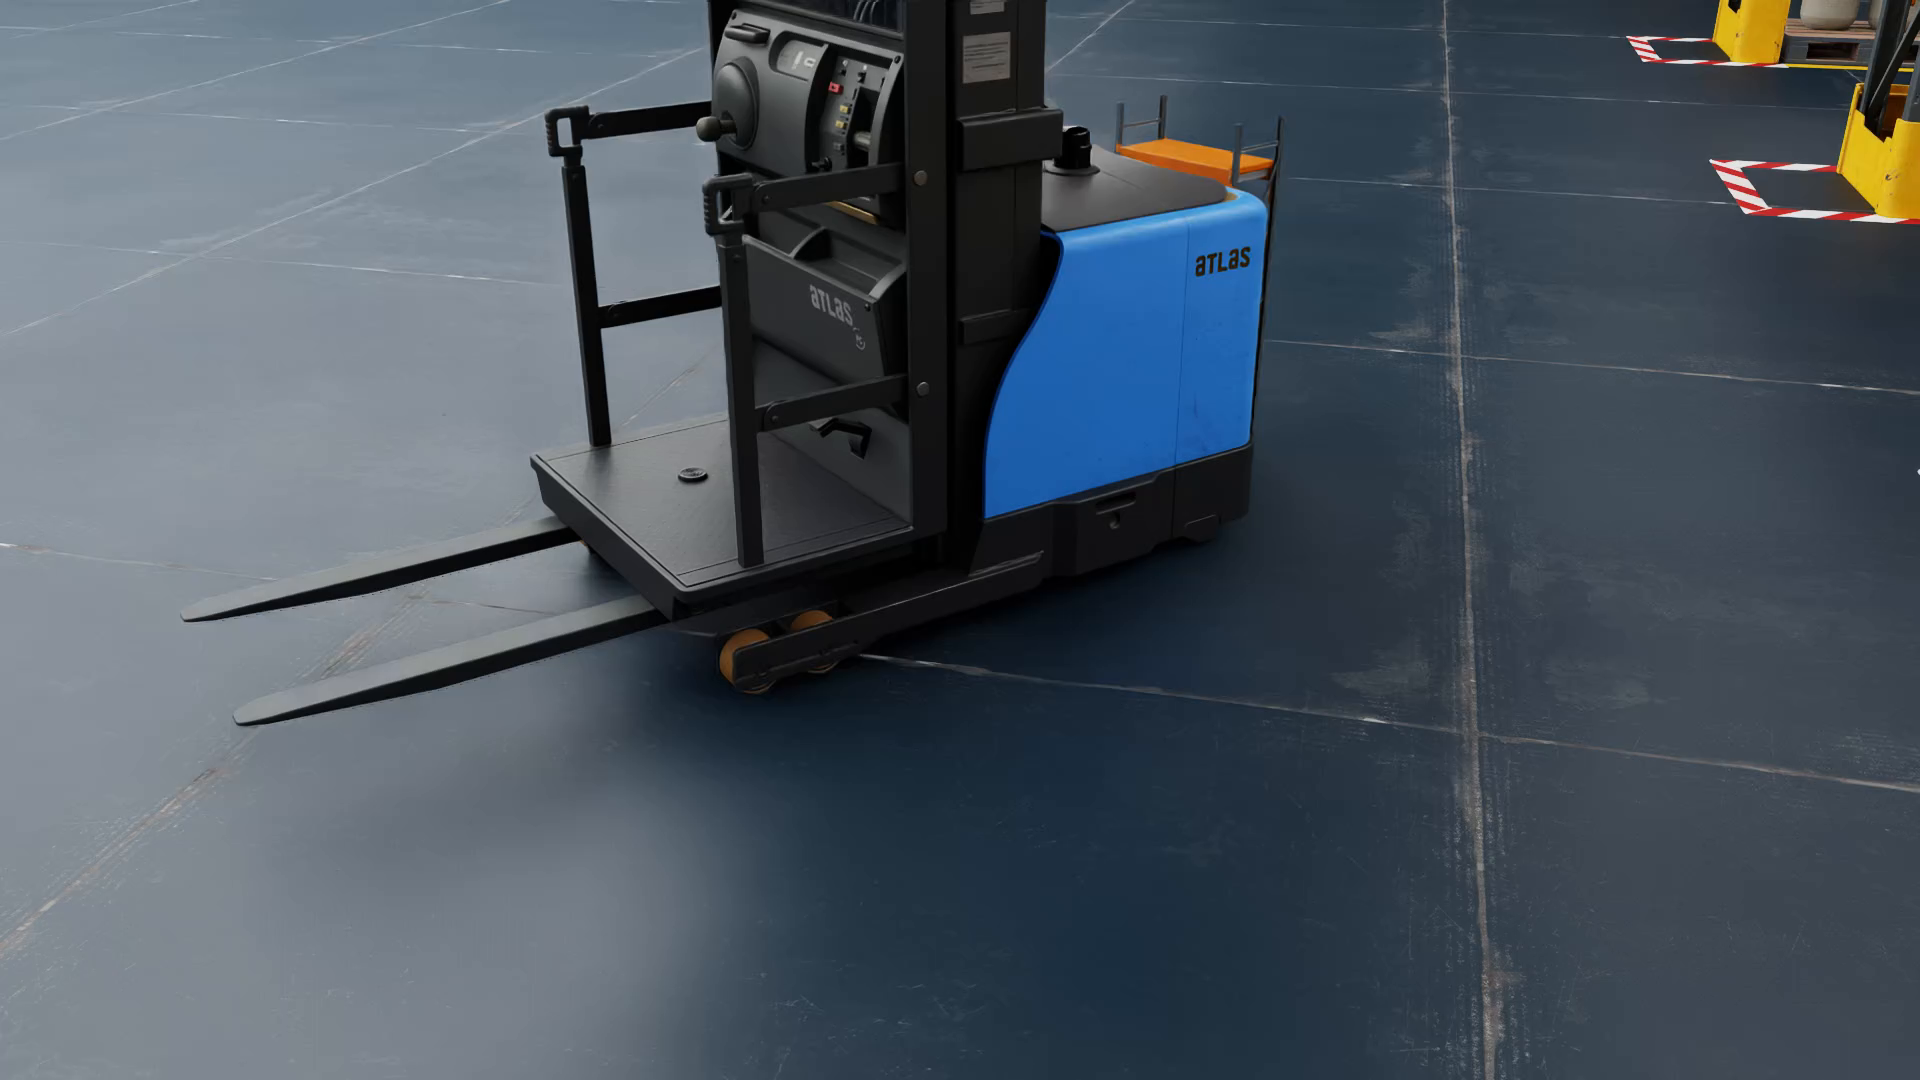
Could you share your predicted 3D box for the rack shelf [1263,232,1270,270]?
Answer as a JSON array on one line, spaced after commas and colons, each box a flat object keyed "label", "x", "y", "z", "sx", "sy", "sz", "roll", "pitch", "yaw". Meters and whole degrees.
[{"label": "rack shelf", "x": 0.769, "y": -0.990, "z": 5.563, "sx": 0.258, "sy": 0.148, "sz": 0.480, "roll": -21, "pitch": 32, "yaw": -39}]

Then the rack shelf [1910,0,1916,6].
[{"label": "rack shelf", "x": 7.081, "y": -2.768, "z": 8.411, "sx": 4.000, "sy": 0.370, "sz": 1.077, "roll": 6, "pitch": 26, "yaw": 13}]

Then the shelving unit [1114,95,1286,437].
[{"label": "shelving unit", "x": 0.766, "y": -0.848, "z": 5.628, "sx": 0.258, "sy": 1.200, "sz": 0.503, "roll": -21, "pitch": 32, "yaw": -39}]

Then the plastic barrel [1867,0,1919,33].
[{"label": "plastic barrel", "x": 7.519, "y": -4.343, "z": 13.288, "sx": 0.421, "sy": 0.512, "sz": 0.421, "roll": 0, "pitch": 25, "yaw": 0}]

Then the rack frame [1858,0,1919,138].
[{"label": "rack frame", "x": 5.144, "y": -3.307, "z": 8.706, "sx": 0.127, "sy": 3.000, "sz": 1.000, "roll": 6, "pitch": 26, "yaw": 13}]

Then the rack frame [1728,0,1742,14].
[{"label": "rack frame", "x": 6.377, "y": -5.369, "z": 13.037, "sx": 0.127, "sy": 3.000, "sz": 1.000, "roll": 6, "pitch": 26, "yaw": 13}]

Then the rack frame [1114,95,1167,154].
[{"label": "rack frame", "x": 0.598, "y": -0.924, "z": 5.787, "sx": 0.240, "sy": 1.200, "sz": 0.015, "roll": -21, "pitch": 32, "yaw": -39}]

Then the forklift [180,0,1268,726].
[{"label": "forklift", "x": -0.591, "y": -1.176, "z": 4.310, "sx": 3.031, "sy": 2.935, "sz": 1.130, "roll": -16, "pitch": 30, "yaw": -30}]

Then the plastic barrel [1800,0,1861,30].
[{"label": "plastic barrel", "x": 7.034, "y": -4.396, "z": 13.400, "sx": 0.421, "sy": 0.512, "sz": 0.421, "roll": 0, "pitch": 25, "yaw": 0}]

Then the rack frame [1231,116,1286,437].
[{"label": "rack frame", "x": 0.934, "y": -0.772, "z": 5.468, "sx": 0.240, "sy": 1.200, "sz": 0.015, "roll": -21, "pitch": 32, "yaw": -39}]

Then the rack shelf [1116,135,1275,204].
[{"label": "rack shelf", "x": 0.773, "y": -1.206, "z": 5.465, "sx": 0.258, "sy": 0.148, "sz": 0.480, "roll": -21, "pitch": 32, "yaw": -39}]

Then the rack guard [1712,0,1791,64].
[{"label": "rack guard", "x": 6.463, "y": -4.252, "z": 13.598, "sx": 0.348, "sy": 0.500, "sz": 1.175, "roll": 6, "pitch": 26, "yaw": 13}]

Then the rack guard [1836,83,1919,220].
[{"label": "rack guard", "x": 5.217, "y": -2.170, "z": 9.226, "sx": 0.348, "sy": 0.500, "sz": 1.175, "roll": 6, "pitch": 26, "yaw": 13}]

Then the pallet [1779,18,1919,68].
[{"label": "pallet", "x": 7.248, "y": -4.032, "z": 13.473, "sx": 1.213, "sy": 0.211, "sz": 1.003, "roll": 6, "pitch": 26, "yaw": 13}]
